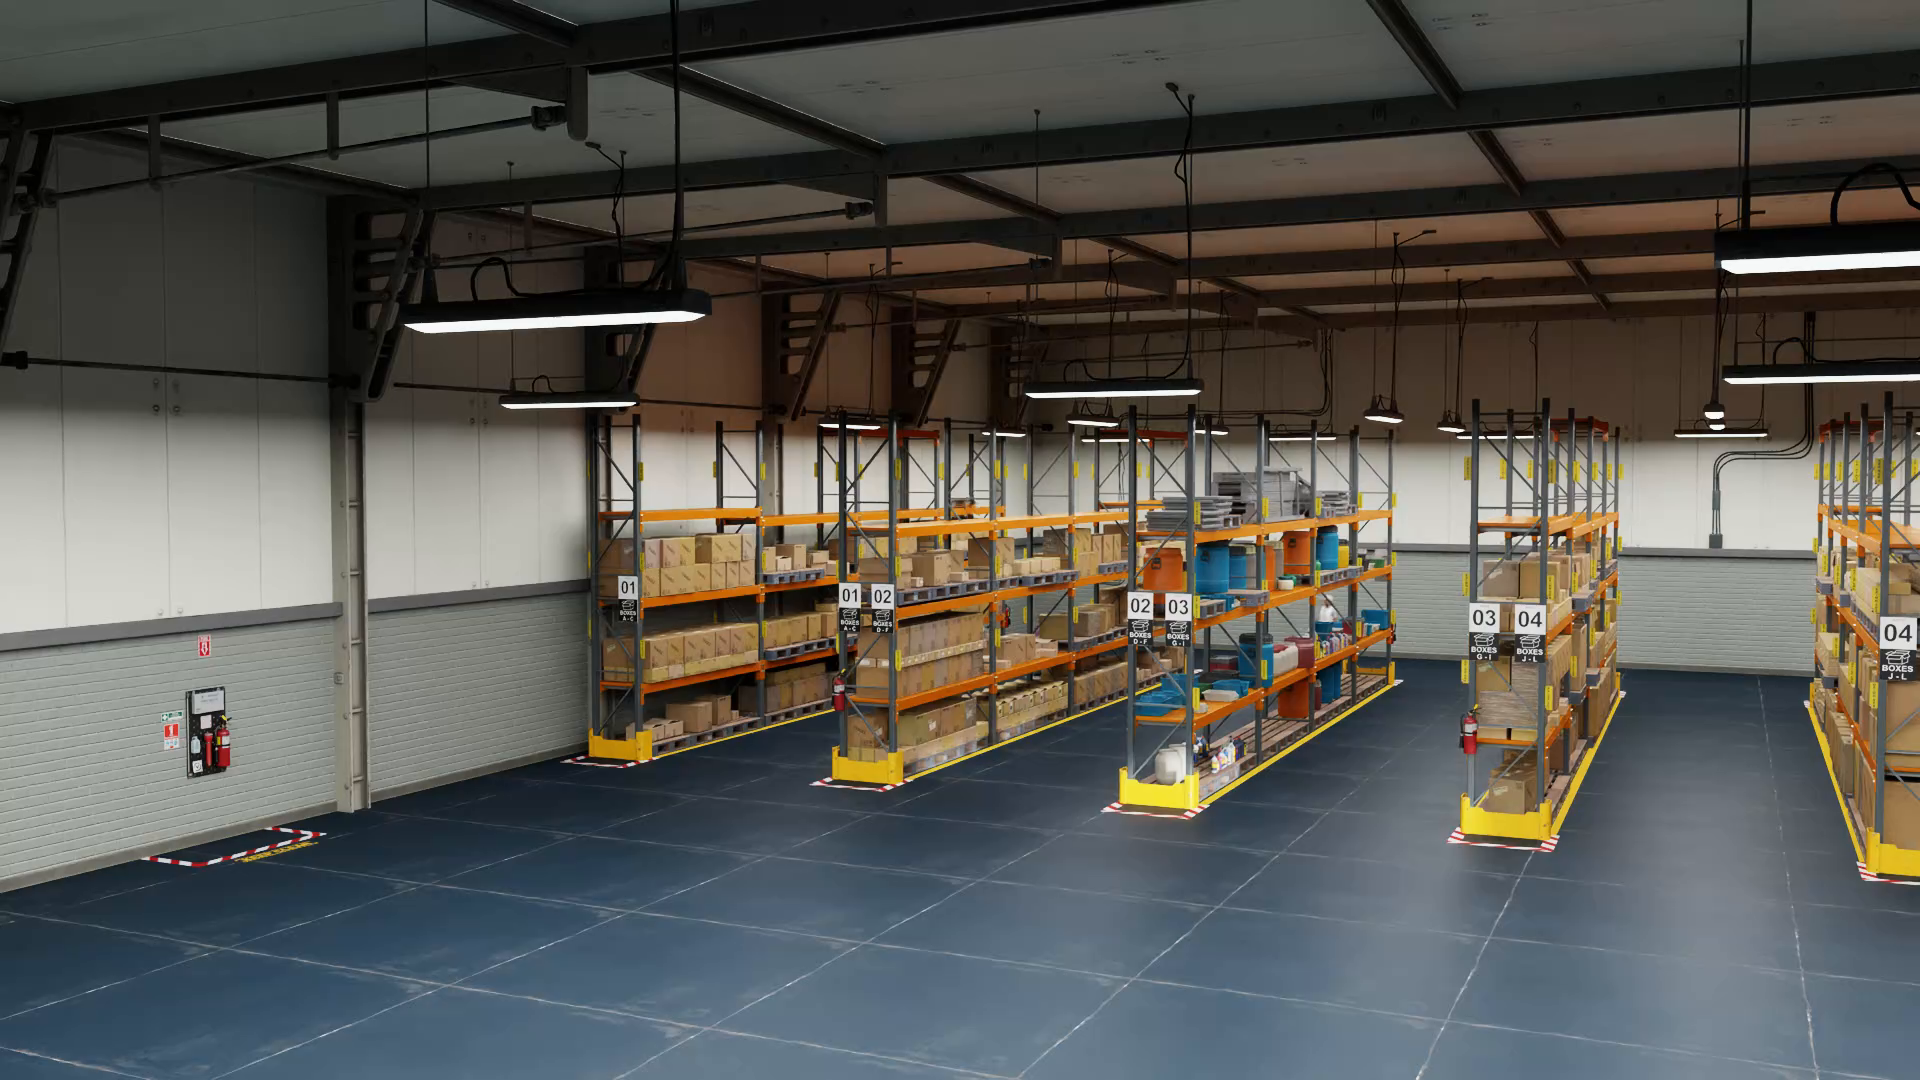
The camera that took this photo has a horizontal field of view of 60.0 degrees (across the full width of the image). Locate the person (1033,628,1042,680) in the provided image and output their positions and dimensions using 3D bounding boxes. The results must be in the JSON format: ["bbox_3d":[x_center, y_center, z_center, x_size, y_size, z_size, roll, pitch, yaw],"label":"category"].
[{"bbox_3d":[1.866,2.584,40.039,0.481,1.599,0.475,0,2,-7],"label":"person"}]

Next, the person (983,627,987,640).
[{"bbox_3d":[0.414,2.526,38.476,0.501,1.745,0.537,-1,3,-33],"label":"person"}]

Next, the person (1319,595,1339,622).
[{"bbox_3d":[9.540,2.328,43.311,0.570,1.778,0.642,2,3,34],"label":"person"}]
